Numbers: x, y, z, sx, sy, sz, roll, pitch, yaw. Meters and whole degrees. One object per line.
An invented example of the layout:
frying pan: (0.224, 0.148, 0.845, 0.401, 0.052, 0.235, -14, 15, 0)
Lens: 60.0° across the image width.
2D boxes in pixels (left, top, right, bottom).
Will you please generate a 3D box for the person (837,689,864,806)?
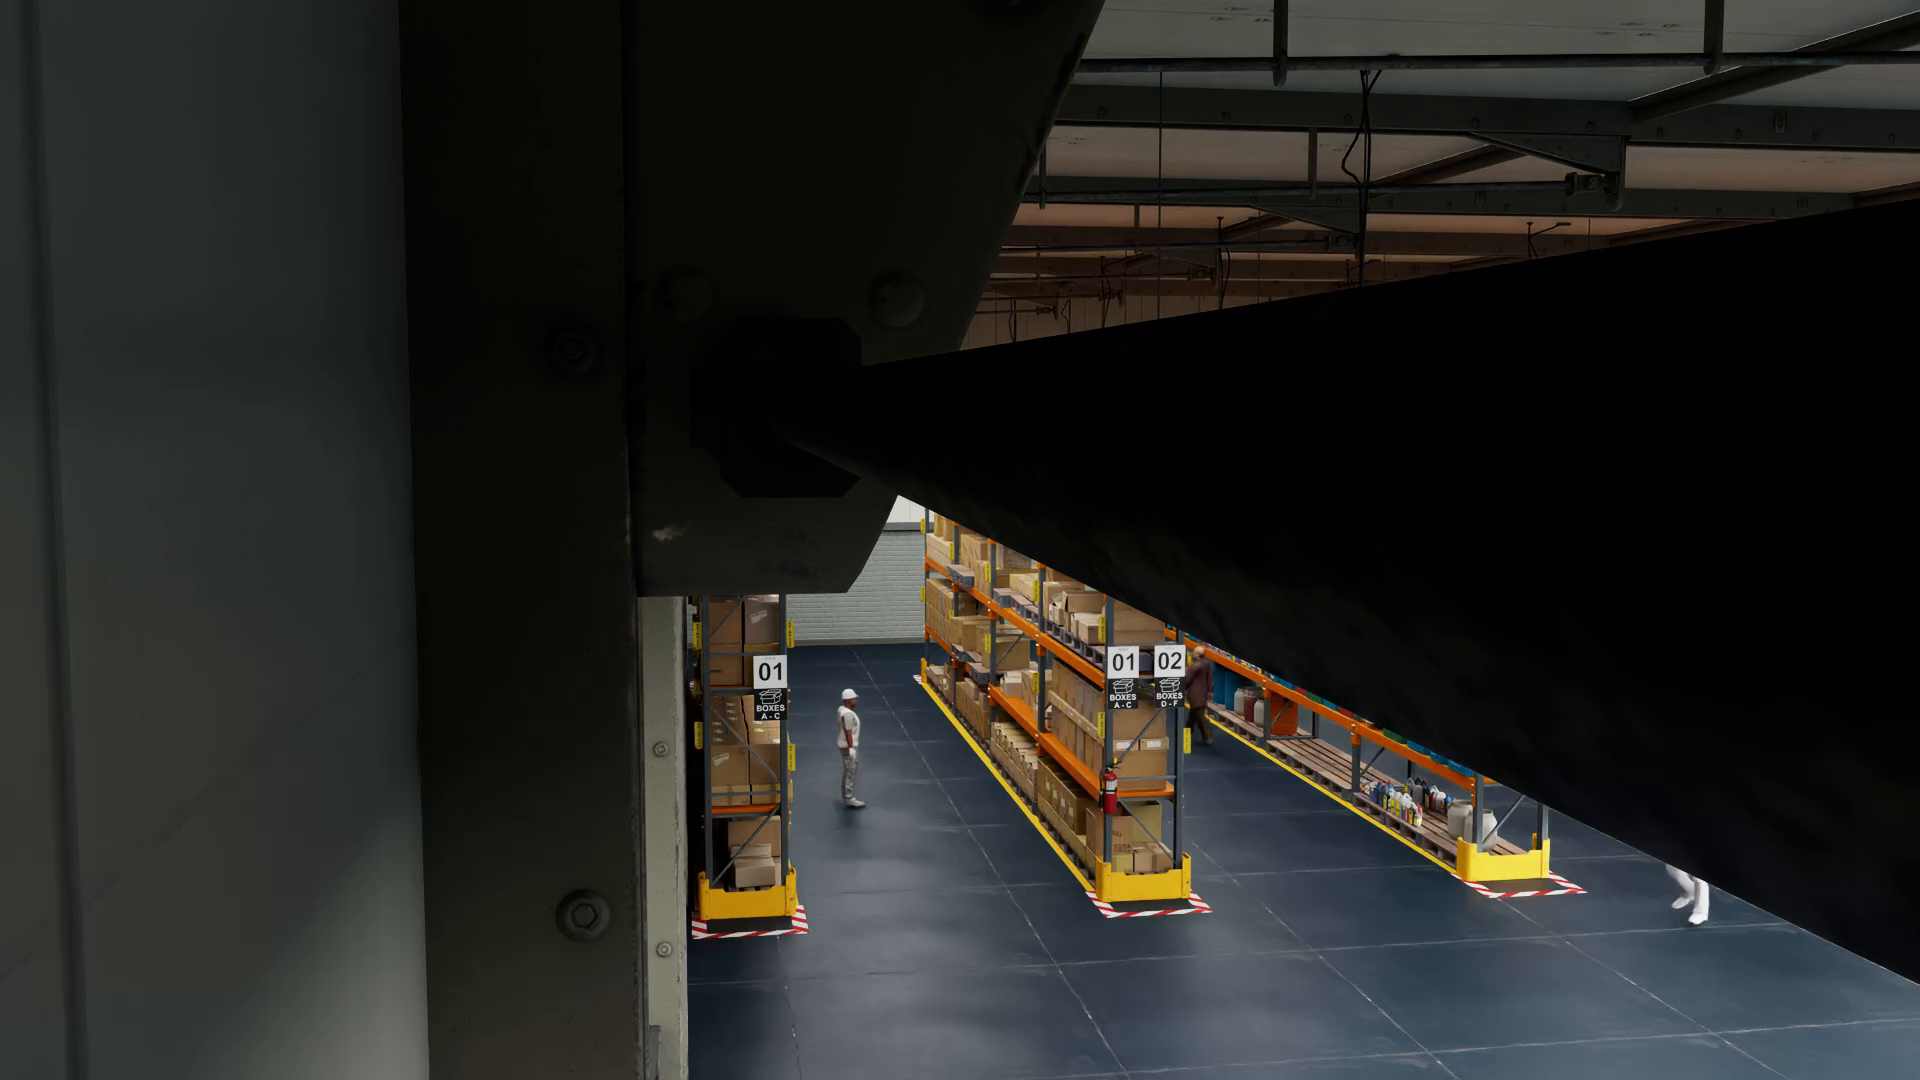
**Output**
person: (-1.694, 3.220, 25.638, 0.396, 1.859, 0.631, -1, 5, -9)

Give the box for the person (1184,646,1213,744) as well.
person: (4.233, 2.791, 30.169, 0.645, 1.728, 0.961, -5, 7, -44)

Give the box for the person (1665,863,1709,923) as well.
person: (8.851, 3.666, 20.053, 0.583, 1.781, 0.660, -3, 6, -30)
